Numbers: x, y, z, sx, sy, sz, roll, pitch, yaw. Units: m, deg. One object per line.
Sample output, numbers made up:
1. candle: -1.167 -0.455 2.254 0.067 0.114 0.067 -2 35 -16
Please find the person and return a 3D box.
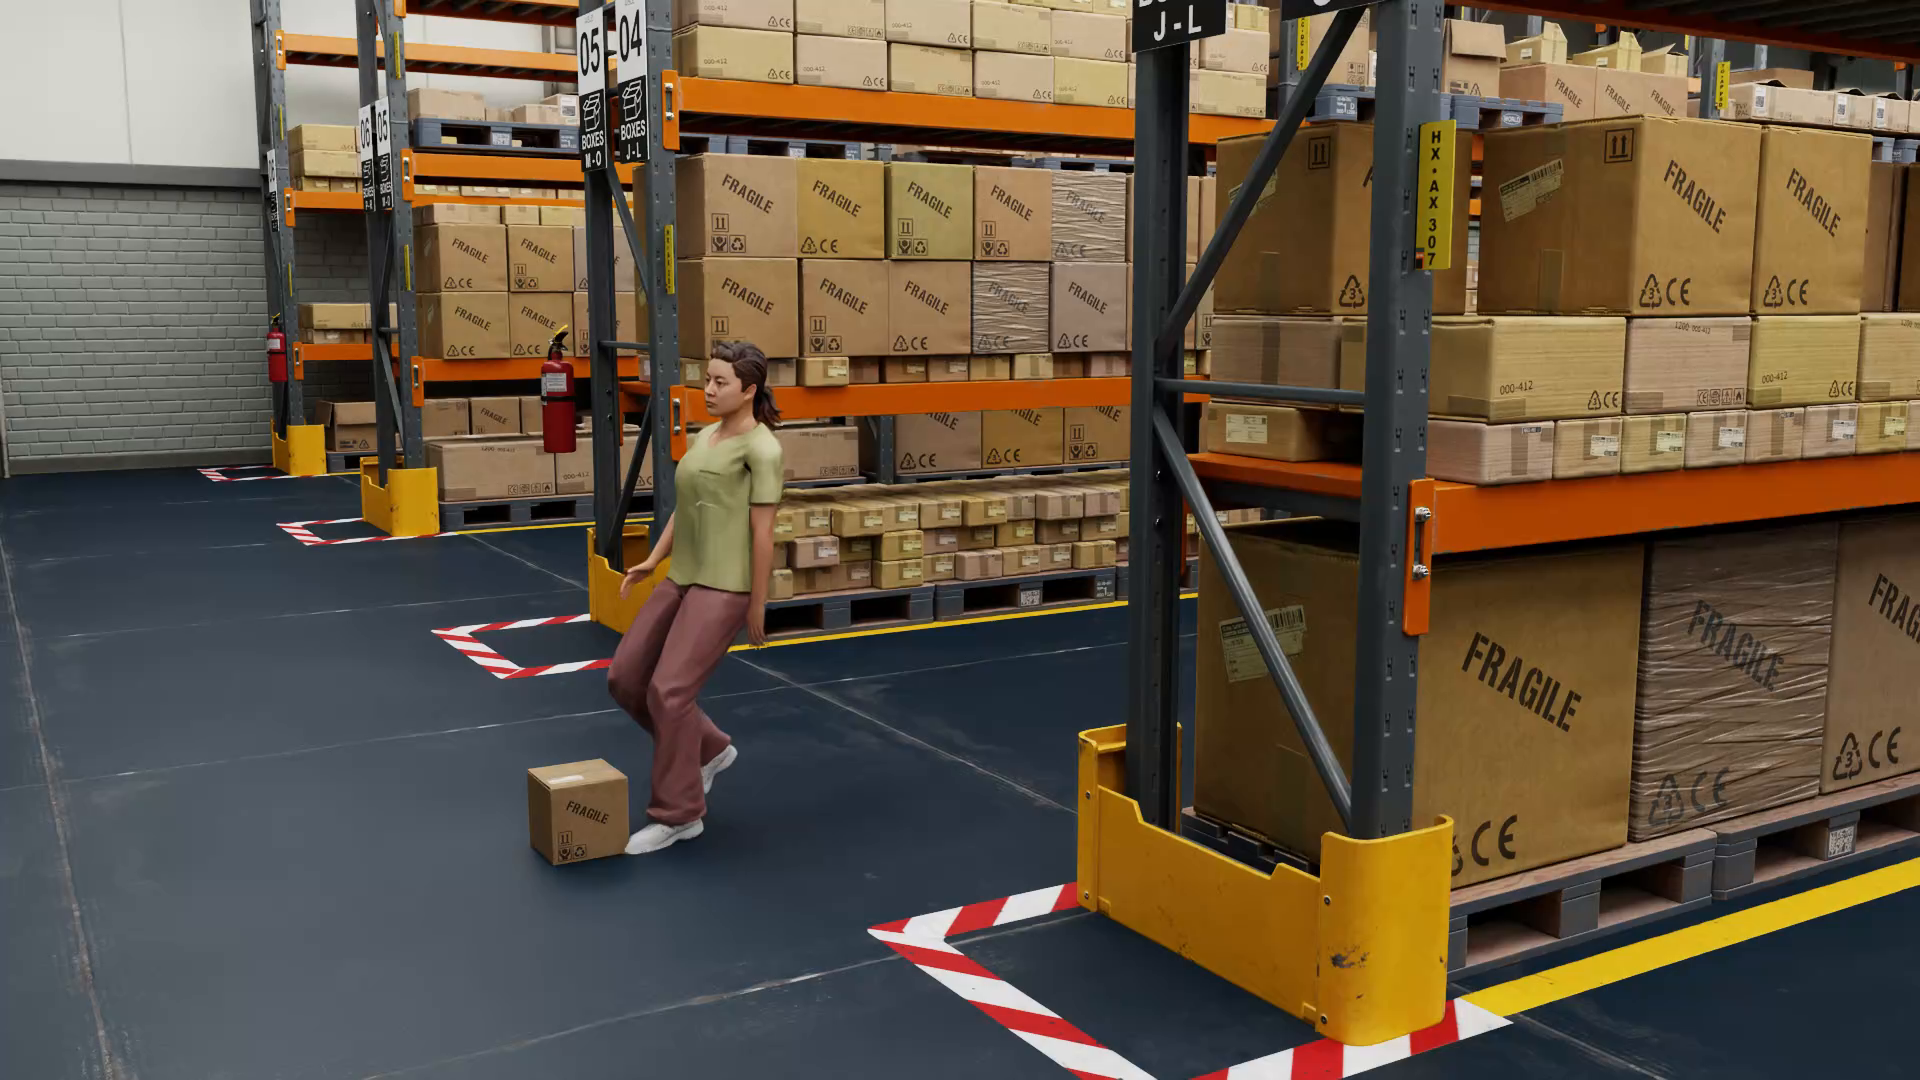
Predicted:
1. person: -0.862 0.169 5.416 0.640 1.622 0.475 -7 11 -41
